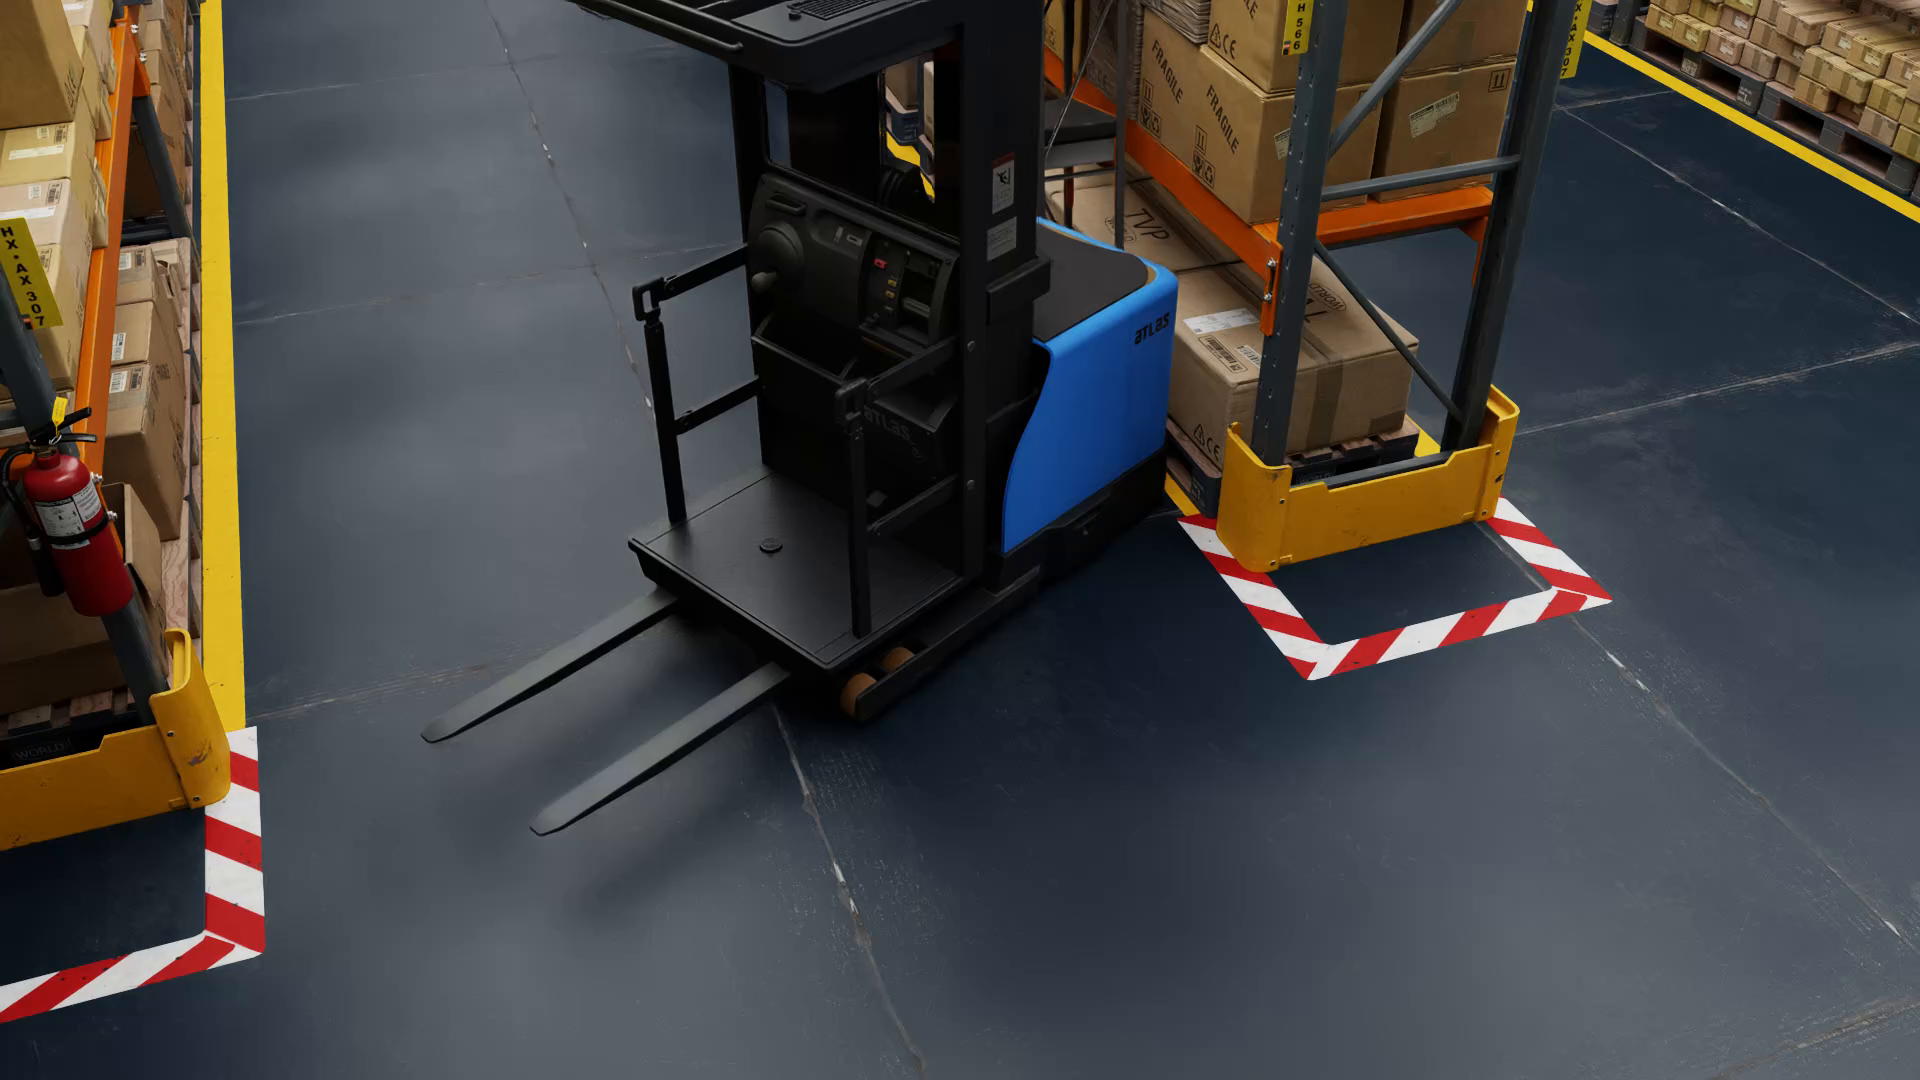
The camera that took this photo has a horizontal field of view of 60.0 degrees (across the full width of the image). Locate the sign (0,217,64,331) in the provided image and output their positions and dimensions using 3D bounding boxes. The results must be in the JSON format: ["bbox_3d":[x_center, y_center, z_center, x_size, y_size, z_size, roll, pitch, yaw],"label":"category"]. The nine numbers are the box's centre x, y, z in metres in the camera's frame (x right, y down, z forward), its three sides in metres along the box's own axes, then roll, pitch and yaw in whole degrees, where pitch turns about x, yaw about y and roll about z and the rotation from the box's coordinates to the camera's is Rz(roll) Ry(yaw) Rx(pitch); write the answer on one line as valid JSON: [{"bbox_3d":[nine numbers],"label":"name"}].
[{"bbox_3d":[-2.525,-0.716,4.487,0.100,0.325,0.005,-12,39,-16],"label":"sign"}]

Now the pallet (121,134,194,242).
[{"bbox_3d":[-4.726,-1.855,9.037,1.003,0.211,1.213,-12,39,-16],"label":"pallet"}]

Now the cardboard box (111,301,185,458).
[{"bbox_3d":[-3.501,-0.602,6.785,0.500,0.500,0.500,-12,39,-15],"label":"cardboard box"}]

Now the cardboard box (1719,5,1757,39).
[{"bbox_3d":[4.975,-3.251,10.346,0.380,0.149,0.250,-13,39,-16],"label":"cardboard box"}]

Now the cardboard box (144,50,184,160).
[{"bbox_3d":[-4.558,-2.305,9.045,0.500,0.500,0.500,-13,39,-17],"label":"cardboard box"}]

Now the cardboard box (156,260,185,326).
[{"bbox_3d":[-3.820,-1.137,7.690,0.396,0.266,0.258,-11,38,-14],"label":"cardboard box"}]

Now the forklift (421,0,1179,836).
[{"bbox_3d":[-0.520,-0.879,5.480,1.130,2.935,3.031,29,46,33],"label":"forklift"}]

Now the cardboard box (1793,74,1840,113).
[{"bbox_3d":[5.170,-2.661,9.810,0.380,0.149,0.250,-13,39,-17],"label":"cardboard box"}]

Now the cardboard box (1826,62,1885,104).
[{"bbox_3d":[5.226,-2.637,9.532,0.380,0.149,0.250,-12,39,-15],"label":"cardboard box"}]

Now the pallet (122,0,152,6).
[{"bbox_3d":[-4.583,-2.914,8.285,1.003,0.211,1.213,-12,39,-16],"label":"pallet"}]

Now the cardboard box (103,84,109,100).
[{"bbox_3d":[-3.777,-1.851,6.922,0.380,0.149,0.250,-11,38,-15],"label":"cardboard box"}]

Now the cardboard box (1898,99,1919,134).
[{"bbox_3d":[5.418,-2.339,9.135,0.380,0.149,0.250,-12,39,-15],"label":"cardboard box"}]

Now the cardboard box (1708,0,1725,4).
[{"bbox_3d":[4.825,-3.490,10.416,0.380,0.149,0.250,-11,38,-14],"label":"cardboard box"}]

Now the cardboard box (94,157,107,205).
[{"bbox_3d":[-3.396,-1.282,6.168,0.380,0.149,0.250,-12,39,-15],"label":"cardboard box"}]

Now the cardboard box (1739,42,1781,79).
[{"bbox_3d":[5.045,-2.972,10.224,0.380,0.149,0.250,-13,39,-17],"label":"cardboard box"}]

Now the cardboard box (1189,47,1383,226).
[{"bbox_3d":[1.211,-1.545,6.225,0.500,0.500,0.500,-12,39,-16],"label":"cardboard box"}]

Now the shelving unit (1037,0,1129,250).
[{"bbox_3d":[0.403,-1.602,7.061,0.431,2.100,0.503,-12,29,-20],"label":"shelving unit"}]

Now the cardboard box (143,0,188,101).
[{"bbox_3d":[-4.898,-2.882,9.812,0.500,0.500,0.500,-14,39,-18],"label":"cardboard box"}]

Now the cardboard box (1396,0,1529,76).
[{"bbox_3d":[1.727,-2.057,6.073,0.500,0.500,0.500,-13,39,-17],"label":"cardboard box"}]

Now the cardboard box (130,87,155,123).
[{"bbox_3d":[-4.284,-2.203,8.371,0.380,0.149,0.250,-11,38,-14],"label":"cardboard box"}]

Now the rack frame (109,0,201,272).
[{"bbox_3d":[-4.411,-2.517,7.598,1.000,3.000,0.127,-12,39,-16],"label":"rack frame"}]

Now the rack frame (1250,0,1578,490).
[{"bbox_3d":[1.625,-1.287,5.966,1.000,3.000,0.127,-12,39,-16],"label":"rack frame"}]

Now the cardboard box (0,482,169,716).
[{"bbox_3d":[-3.156,0.207,5.708,0.797,0.503,0.637,-14,39,-18],"label":"cardboard box"}]

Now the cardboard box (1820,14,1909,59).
[{"bbox_3d":[5.251,-2.917,9.656,0.380,0.149,0.250,-14,39,-18],"label":"cardboard box"}]

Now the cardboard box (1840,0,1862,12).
[{"bbox_3d":[5.462,-3.310,10.178,0.380,0.149,0.250,-11,38,-14],"label":"cardboard box"}]

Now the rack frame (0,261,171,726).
[{"bbox_3d":[-3.034,-0.257,4.598,1.000,3.000,0.127,-12,39,-16],"label":"rack frame"}]

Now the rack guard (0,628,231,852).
[{"bbox_3d":[-3.060,0.698,5.408,1.175,0.500,0.348,-12,39,-16],"label":"rack guard"}]

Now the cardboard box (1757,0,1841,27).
[{"bbox_3d":[5.069,-3.215,10.051,0.380,0.149,0.250,-13,39,-17],"label":"cardboard box"}]

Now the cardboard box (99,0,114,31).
[{"bbox_3d":[-4.006,-2.339,7.239,0.500,0.250,0.500,-11,38,-15],"label":"cardboard box"}]

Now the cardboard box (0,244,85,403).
[{"bbox_3d":[-2.937,-0.628,4.968,0.500,0.250,0.500,-12,39,-16],"label":"cardboard box"}]

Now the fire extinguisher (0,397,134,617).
[{"bbox_3d":[-2.549,-0.090,4.751,0.296,0.674,0.183,-12,39,-16],"label":"fire extinguisher"}]

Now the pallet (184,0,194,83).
[{"bbox_3d":[-5.566,-3.233,10.867,1.003,0.211,1.213,-12,39,-16],"label":"pallet"}]

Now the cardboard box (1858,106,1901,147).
[{"bbox_3d":[5.349,-2.370,9.424,0.380,0.149,0.250,-12,39,-15],"label":"cardboard box"}]

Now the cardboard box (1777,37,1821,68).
[{"bbox_3d":[5.138,-2.938,9.930,0.380,0.149,0.250,-11,38,-14],"label":"cardboard box"}]

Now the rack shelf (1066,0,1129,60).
[{"bbox_3d":[0.383,-2.214,6.750,0.431,0.518,0.480,-12,29,-20],"label":"rack shelf"}]

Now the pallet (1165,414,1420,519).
[{"bbox_3d":[1.277,-0.609,7.383,1.003,0.211,1.213,-12,39,-16],"label":"pallet"}]

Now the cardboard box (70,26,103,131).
[{"bbox_3d":[-3.661,-1.774,6.490,0.500,0.250,0.500,-13,39,-16],"label":"cardboard box"}]

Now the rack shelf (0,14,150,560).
[{"bbox_3d":[-3.722,-1.100,6.315,1.077,0.370,4.000,-12,39,-16],"label":"rack shelf"}]

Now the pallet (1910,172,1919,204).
[{"bbox_3d":[5.966,-1.764,8.917,1.003,0.211,1.213,-12,39,-16],"label":"pallet"}]

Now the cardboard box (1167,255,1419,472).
[{"bbox_3d":[1.304,-0.784,7.078,0.875,0.438,0.875,-14,39,-17],"label":"cardboard box"}]

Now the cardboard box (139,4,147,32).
[{"bbox_3d":[-4.792,-2.928,9.333,0.380,0.149,0.250,-11,38,-14],"label":"cardboard box"}]

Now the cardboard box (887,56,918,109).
[{"bbox_3d":[-0.040,-3.199,9.921,0.875,0.875,0.875,-11,38,-15],"label":"cardboard box"}]

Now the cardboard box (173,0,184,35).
[{"bbox_3d":[-5.277,-3.467,10.588,0.500,0.500,0.500,-13,39,-17],"label":"cardboard box"}]

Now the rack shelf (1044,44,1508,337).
[{"bbox_3d":[0.937,-2.130,7.682,1.077,0.370,4.000,-12,39,-16],"label":"rack shelf"}]

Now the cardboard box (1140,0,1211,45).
[{"bbox_3d":[1.028,-2.239,6.315,0.500,0.500,0.500,-12,39,-16],"label":"cardboard box"}]

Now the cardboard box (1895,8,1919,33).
[{"bbox_3d":[5.746,-3.027,9.801,0.380,0.149,0.250,-14,39,-18],"label":"cardboard box"}]

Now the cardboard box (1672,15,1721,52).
[{"bbox_3d":[4.777,-3.235,10.572,0.380,0.149,0.250,-11,38,-15],"label":"cardboard box"}]

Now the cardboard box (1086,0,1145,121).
[{"bbox_3d":[0.866,-2.120,6.988,0.500,0.500,0.500,-11,38,-15],"label":"cardboard box"}]

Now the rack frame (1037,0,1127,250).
[{"bbox_3d":[0.498,-1.503,6.860,0.400,2.100,0.015,-12,29,-20],"label":"rack frame"}]

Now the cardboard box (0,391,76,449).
[{"bbox_3d":[-2.890,-0.399,4.996,0.380,0.149,0.250,-13,39,-16],"label":"cardboard box"}]

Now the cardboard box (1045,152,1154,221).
[{"bbox_3d":[0.673,-1.809,8.438,0.875,0.438,0.875,-14,39,-17],"label":"cardboard box"}]

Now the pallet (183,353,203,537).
[{"bbox_3d":[-3.752,-0.325,7.006,1.003,0.211,1.213,-12,39,-16],"label":"pallet"}]

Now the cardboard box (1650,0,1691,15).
[{"bbox_3d":[4.686,-3.505,10.684,0.380,0.149,0.250,-11,38,-14],"label":"cardboard box"}]

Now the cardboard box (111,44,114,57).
[{"bbox_3d":[-3.954,-2.146,7.315,0.380,0.149,0.250,-11,38,-15],"label":"cardboard box"}]

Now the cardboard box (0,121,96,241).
[{"bbox_3d":[-3.288,-1.199,5.726,0.500,0.250,0.500,-13,39,-17],"label":"cardboard box"}]

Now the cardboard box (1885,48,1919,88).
[{"bbox_3d":[5.416,-2.628,9.271,0.380,0.149,0.250,-14,39,-17],"label":"cardboard box"}]

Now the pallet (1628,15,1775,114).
[{"bbox_3d":[5.126,-3.143,10.747,1.003,0.211,1.213,-12,39,-16],"label":"pallet"}]
